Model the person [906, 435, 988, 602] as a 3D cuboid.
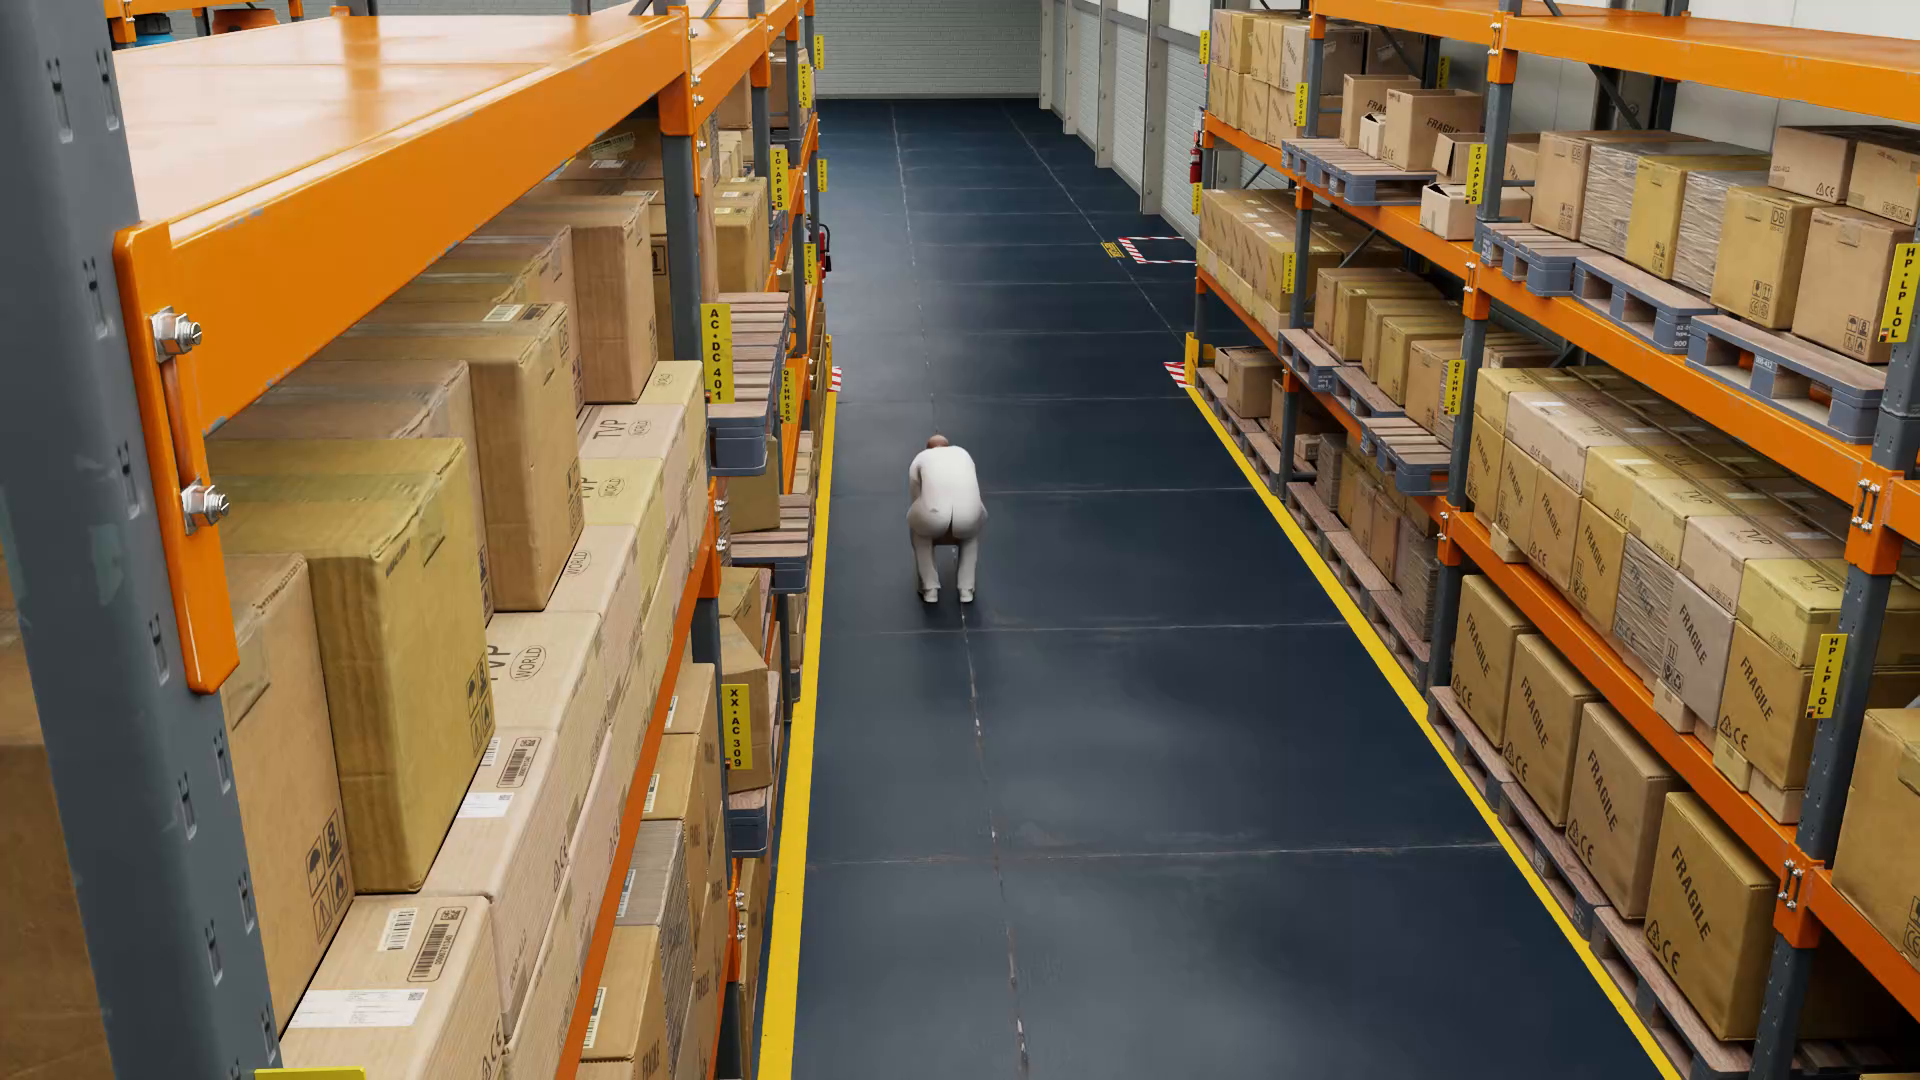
[{"bbox_3d":[-0.106,-0.150,12.067,0.593,1.048,0.942,-2,20,-6],"label":"person"}]
